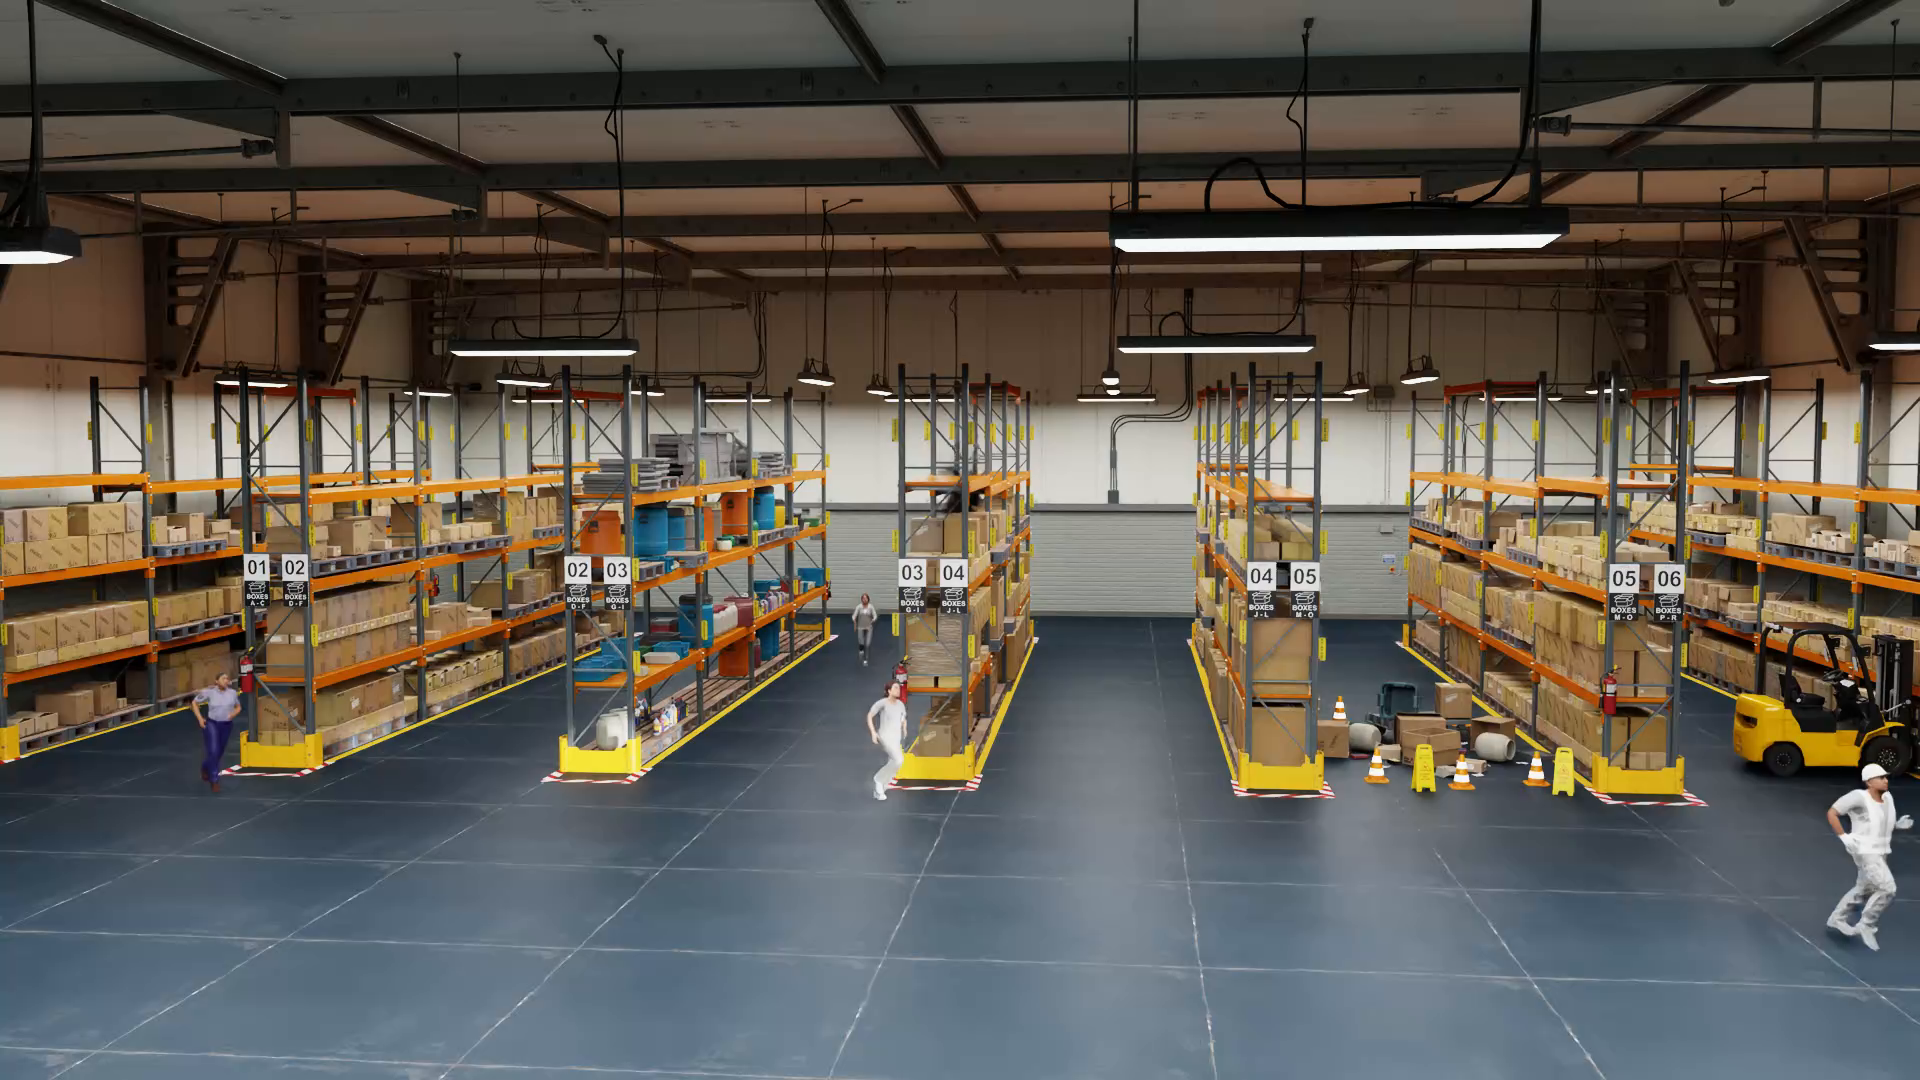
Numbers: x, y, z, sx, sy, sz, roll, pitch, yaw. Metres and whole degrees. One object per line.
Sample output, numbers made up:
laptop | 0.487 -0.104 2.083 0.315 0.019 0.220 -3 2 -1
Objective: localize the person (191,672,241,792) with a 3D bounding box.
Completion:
person | -10.526 2.699 23.610 0.871 1.675 0.635 3 5 41

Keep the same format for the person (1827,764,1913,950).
person | 8.908 3.084 16.307 0.667 1.802 0.752 -2 4 -34

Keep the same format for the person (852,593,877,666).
person | -2.052 1.933 35.862 0.535 1.559 0.545 0 4 -4

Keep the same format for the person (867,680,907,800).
person | -0.907 2.732 22.739 0.567 1.617 0.525 -4 5 -44
